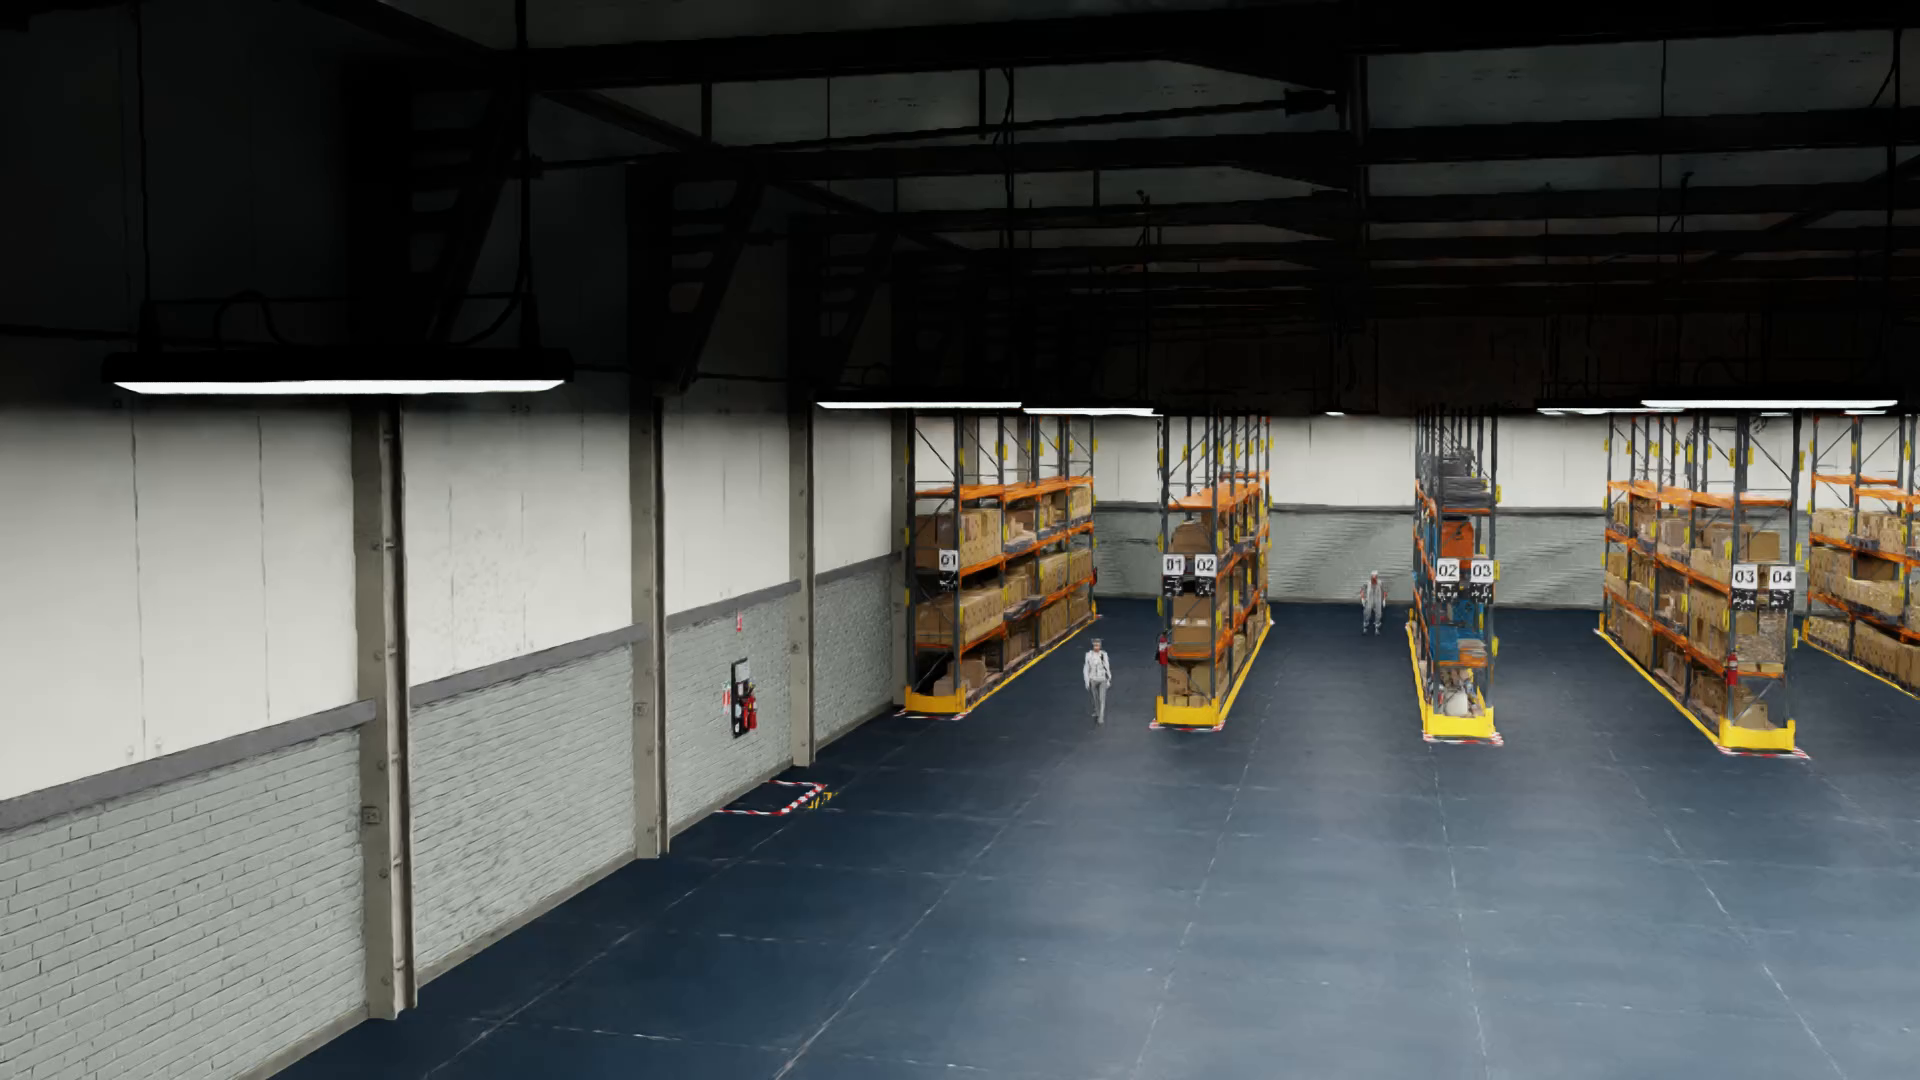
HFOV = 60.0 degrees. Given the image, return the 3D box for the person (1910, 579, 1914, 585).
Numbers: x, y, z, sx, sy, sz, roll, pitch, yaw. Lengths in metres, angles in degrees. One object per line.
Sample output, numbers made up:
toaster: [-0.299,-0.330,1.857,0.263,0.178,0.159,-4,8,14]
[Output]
person: [23.619,1.830,41.344,0.456,1.761,0.607,-1,4,-15]

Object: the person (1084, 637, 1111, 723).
person: [2.580,2.616,31.429,0.499,1.588,1.071,1,4,13]

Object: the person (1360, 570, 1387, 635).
person: [10.953,1.654,44.066,0.677,1.742,0.552,1,4,12]
